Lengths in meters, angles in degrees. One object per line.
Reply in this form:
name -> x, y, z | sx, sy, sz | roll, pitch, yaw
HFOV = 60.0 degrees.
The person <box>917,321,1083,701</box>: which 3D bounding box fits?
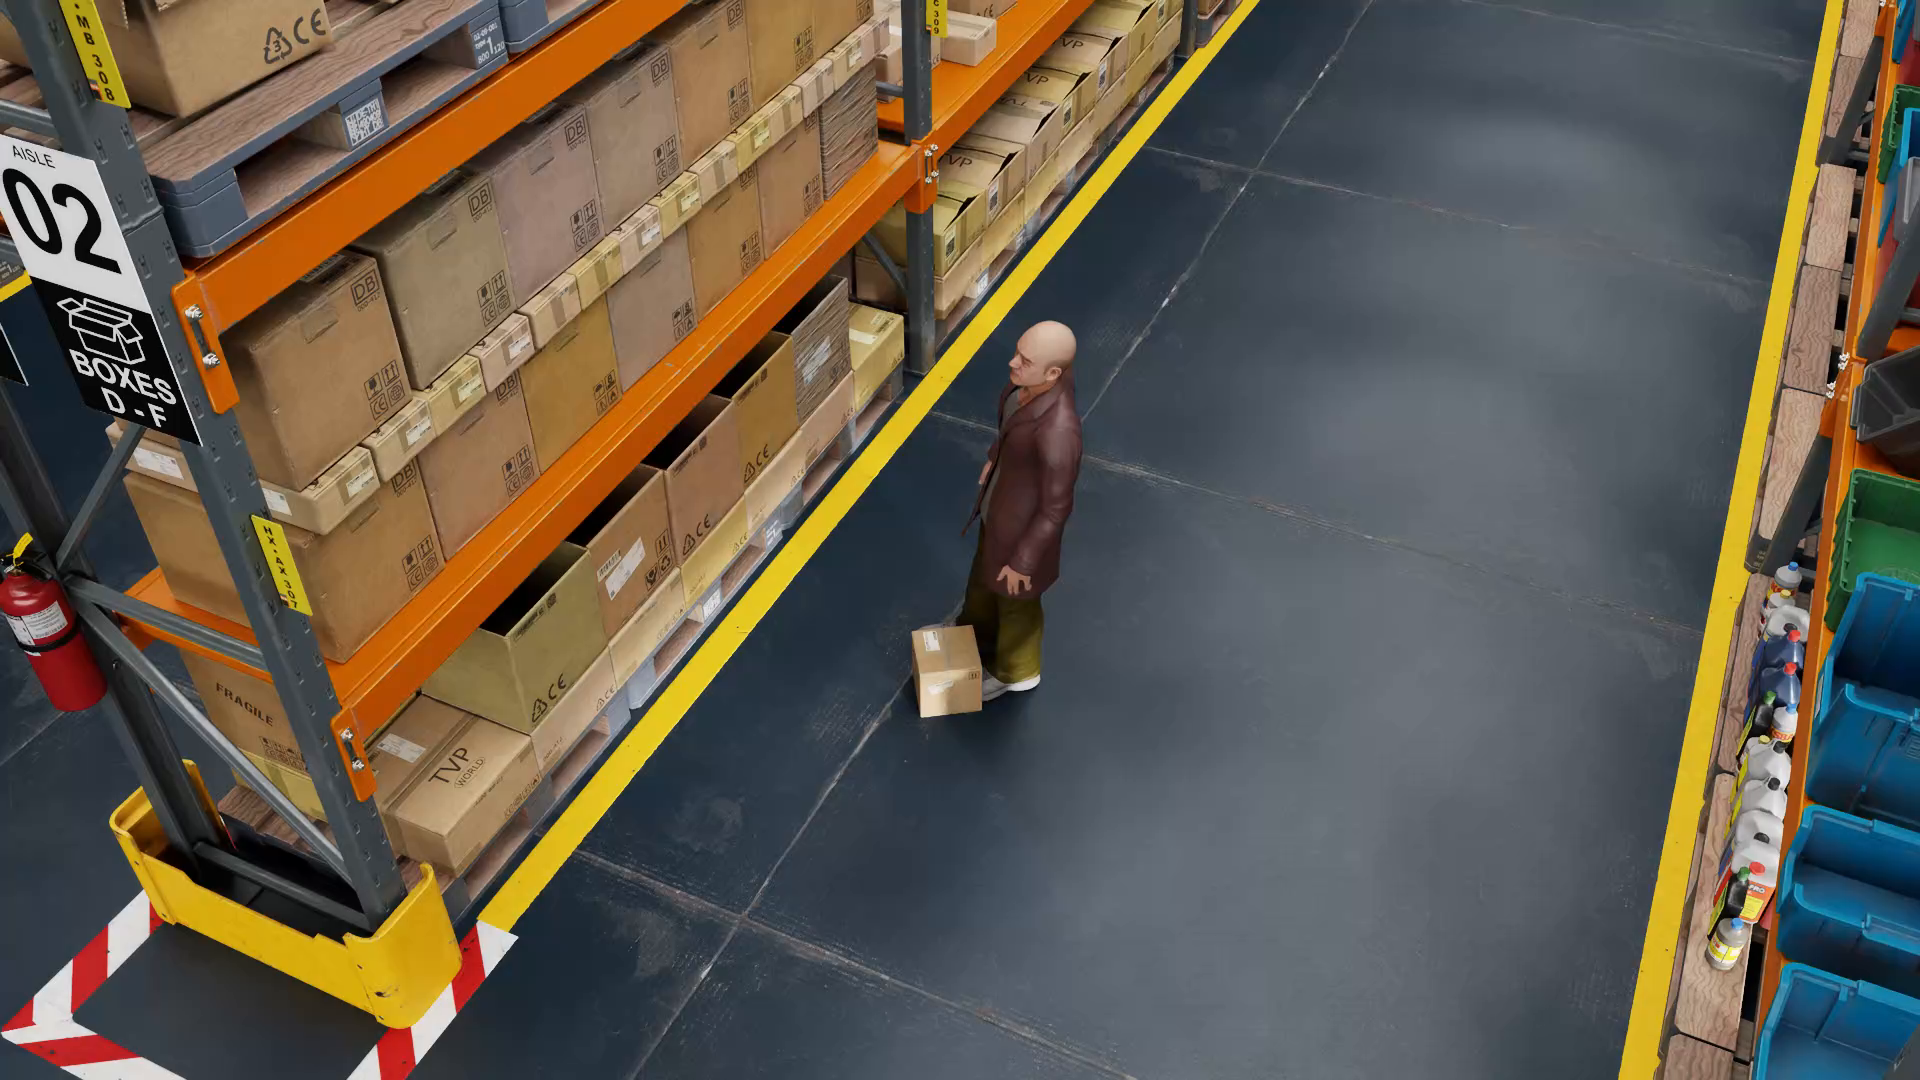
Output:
person -> 0.136, -0.080, 6.247 | 0.582, 1.776, 0.695 | -4, 42, -5
